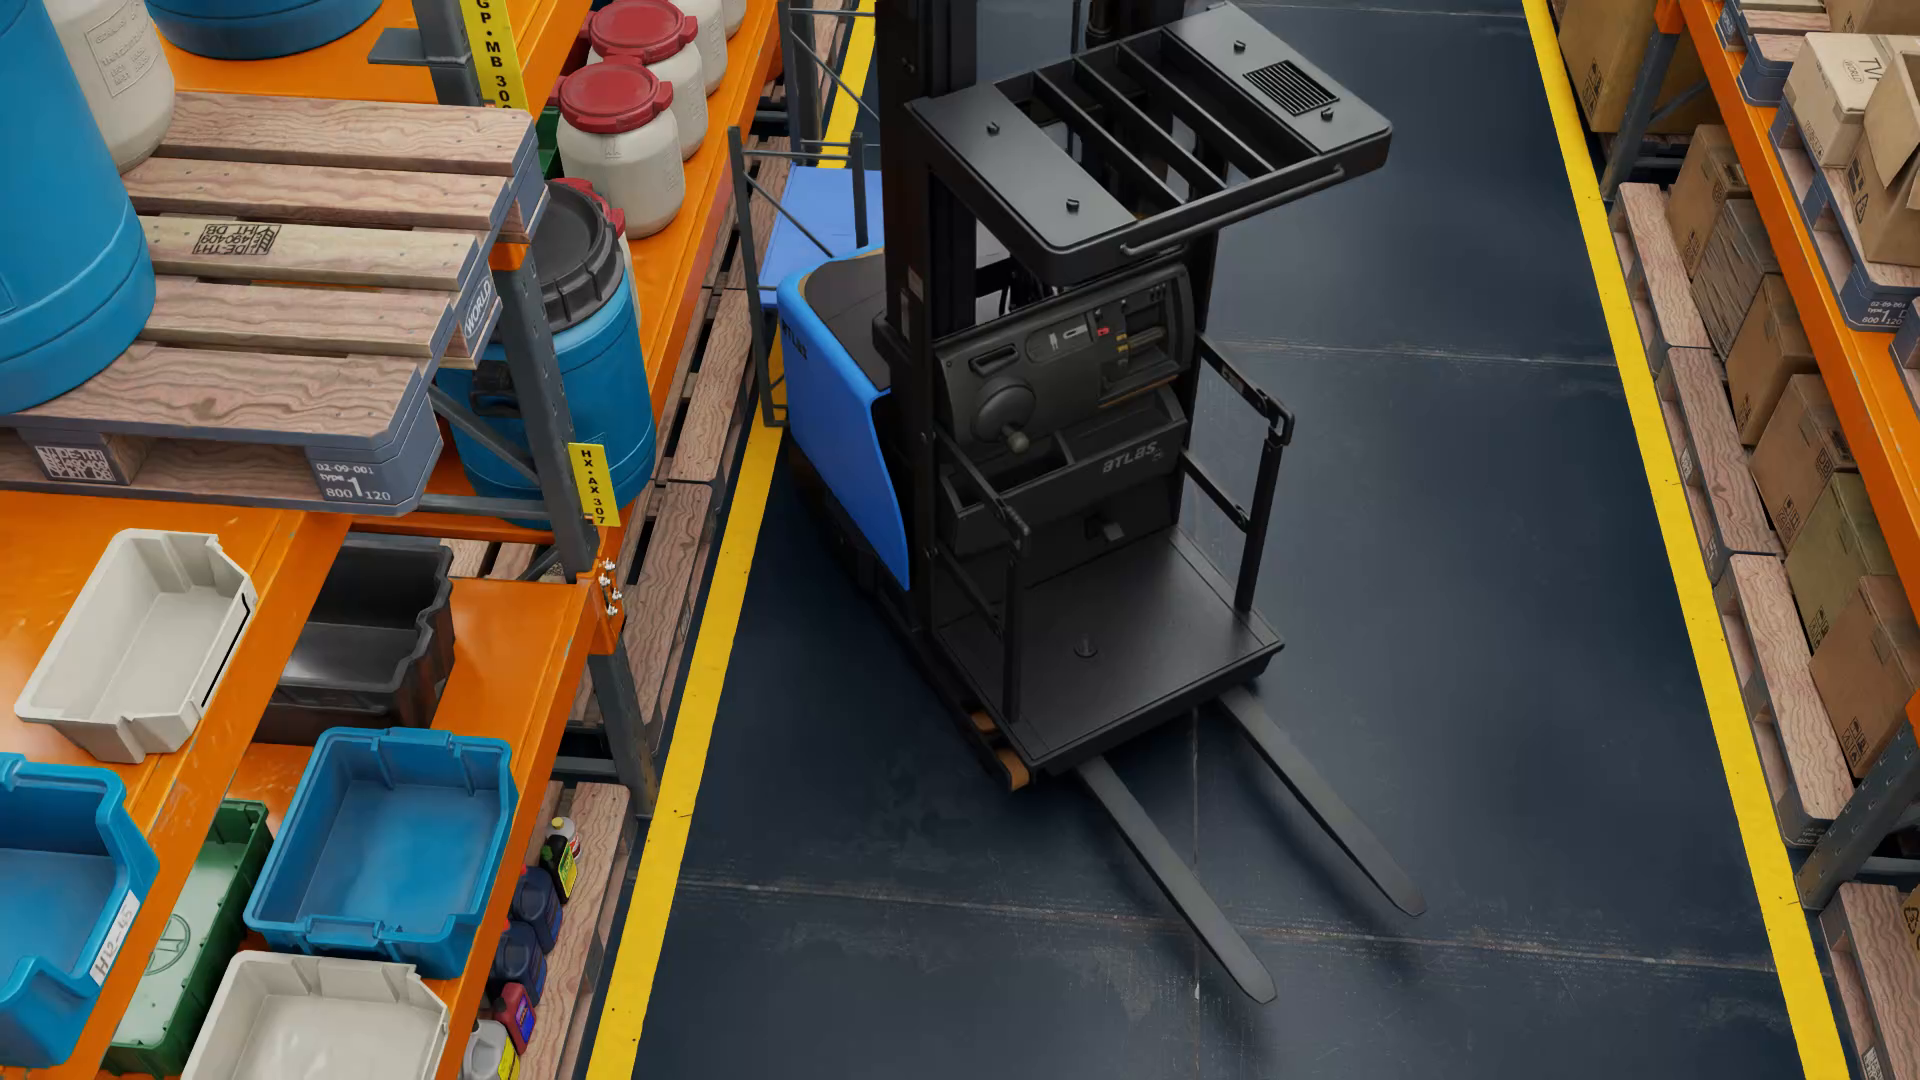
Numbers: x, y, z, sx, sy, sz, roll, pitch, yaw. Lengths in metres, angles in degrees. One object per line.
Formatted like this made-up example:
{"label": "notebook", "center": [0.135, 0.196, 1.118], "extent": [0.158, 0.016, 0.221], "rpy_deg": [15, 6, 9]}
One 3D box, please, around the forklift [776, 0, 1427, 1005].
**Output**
{"label": "forklift", "center": [0.468, -0.487, 5.235], "extent": [1.130, 2.935, 3.031], "rpy_deg": [-23, 52, -20]}

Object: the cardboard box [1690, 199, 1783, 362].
{"label": "cardboard box", "center": [3.640, -1.114, 7.158], "extent": [0.700, 0.500, 0.500], "rpy_deg": [0, 48, 0]}

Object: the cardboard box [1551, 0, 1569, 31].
{"label": "cardboard box", "center": [3.891, -3.296, 8.913], "extent": [1.225, 0.875, 0.875], "rpy_deg": [4, 48, 4]}

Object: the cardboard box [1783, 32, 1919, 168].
{"label": "cardboard box", "center": [3.337, -1.586, 6.011], "extent": [0.500, 0.250, 0.500], "rpy_deg": [3, 48, 2]}

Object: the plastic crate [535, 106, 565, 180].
{"label": "plastic crate", "center": [-1.701, -1.332, 6.105], "extent": [0.450, 0.188, 0.662], "rpy_deg": [4, 48, 4]}

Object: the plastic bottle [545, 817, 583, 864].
{"label": "plastic bottle", "center": [-1.301, 0.979, 5.446], "extent": [0.097, 0.201, 0.097], "rpy_deg": [0, 48, 0]}

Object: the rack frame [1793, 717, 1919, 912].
{"label": "rack frame", "center": [3.354, 0.228, 4.535], "extent": [1.000, 3.000, 0.127], "rpy_deg": [4, 48, 4]}

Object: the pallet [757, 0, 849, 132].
{"label": "pallet", "center": [-1.183, -2.685, 9.089], "extent": [1.003, 0.211, 1.213], "rpy_deg": [4, 48, 4]}

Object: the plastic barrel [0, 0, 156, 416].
{"label": "plastic barrel", "center": [-1.776, -0.704, 2.730], "extent": [0.600, 0.901, 0.708], "rpy_deg": [4, 48, 4]}

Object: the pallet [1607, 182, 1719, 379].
{"label": "pallet", "center": [3.646, -1.196, 7.727], "extent": [1.003, 0.211, 1.213], "rpy_deg": [4, 48, 4]}

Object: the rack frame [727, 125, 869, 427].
{"label": "rack frame", "center": [-0.605, -0.997, 6.670], "extent": [0.500, 1.500, 0.032], "rpy_deg": [4, 48, 4]}

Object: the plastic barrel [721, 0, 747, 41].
{"label": "plastic barrel", "center": [-1.095, -2.312, 6.782], "extent": [0.421, 0.512, 0.421], "rpy_deg": [0, 48, 0]}

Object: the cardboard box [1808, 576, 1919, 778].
{"label": "cardboard box", "center": [3.431, 0.474, 5.706], "extent": [0.700, 0.500, 0.500], "rpy_deg": [1, 48, 1]}

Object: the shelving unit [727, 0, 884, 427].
{"label": "shelving unit", "center": [-0.553, -1.370, 7.011], "extent": [0.538, 1.500, 1.048], "rpy_deg": [4, 48, 4]}

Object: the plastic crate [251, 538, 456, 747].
{"label": "plastic crate", "center": [-1.753, 0.292, 4.518], "extent": [0.767, 0.338, 0.504], "rpy_deg": [4, 48, 4]}

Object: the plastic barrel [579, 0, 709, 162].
{"label": "plastic barrel", "center": [-1.167, -1.696, 6.202], "extent": [0.433, 0.535, 0.433], "rpy_deg": [0, 48, 0]}

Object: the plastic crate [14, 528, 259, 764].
{"label": "plastic crate", "center": [-1.322, 0.178, 2.726], "extent": [0.243, 0.136, 0.396], "rpy_deg": [4, 48, 4]}

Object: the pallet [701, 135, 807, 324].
{"label": "pallet", "center": [-1.323, -1.537, 8.038], "extent": [1.003, 0.211, 1.213], "rpy_deg": [4, 48, 4]}

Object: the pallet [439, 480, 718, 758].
{"label": "pallet", "center": [-1.545, 0.256, 6.398], "extent": [1.003, 0.211, 1.213], "rpy_deg": [4, 48, 4]}

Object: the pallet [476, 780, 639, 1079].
{"label": "pallet", "center": [-1.681, 1.327, 5.419], "extent": [1.003, 0.211, 1.213], "rpy_deg": [4, 48, 4]}

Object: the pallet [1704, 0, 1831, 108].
{"label": "pallet", "center": [3.760, -2.116, 6.808], "extent": [1.213, 0.211, 1.003], "rpy_deg": [4, 48, 4]}

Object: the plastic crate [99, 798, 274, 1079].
{"label": "plastic crate", "center": [-1.983, 0.945, 4.022], "extent": [0.450, 0.188, 0.662], "rpy_deg": [4, 48, 4]}

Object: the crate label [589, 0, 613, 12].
{"label": "crate label", "center": [-1.574, -2.344, 6.863], "extent": [0.502, 0.435, 0.616], "rpy_deg": [4, 48, 4]}

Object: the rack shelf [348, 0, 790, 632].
{"label": "rack shelf", "center": [-1.396, -1.332, 6.449], "extent": [1.077, 0.370, 4.000], "rpy_deg": [4, 48, 4]}

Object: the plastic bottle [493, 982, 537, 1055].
{"label": "plastic bottle", "center": [-1.341, 1.419, 4.988], "extent": [0.061, 0.283, 0.133], "rpy_deg": [7, 48, 6]}

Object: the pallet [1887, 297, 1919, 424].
{"label": "pallet", "center": [3.568, -0.259, 5.110], "extent": [1.003, 0.211, 1.213], "rpy_deg": [4, 48, 4]}

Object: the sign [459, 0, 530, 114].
{"label": "sign", "center": [-1.032, -1.075, 3.688], "extent": [0.100, 0.325, 0.005], "rpy_deg": [4, 48, 4]}

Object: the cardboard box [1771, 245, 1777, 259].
{"label": "cardboard box", "center": [3.649, -1.384, 6.897], "extent": [0.500, 0.250, 0.500], "rpy_deg": [9, 48, 8]}

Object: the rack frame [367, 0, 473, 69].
{"label": "rack frame", "center": [-1.578, -2.130, 2.625], "extent": [1.000, 3.000, 0.127], "rpy_deg": [4, 48, 4]}

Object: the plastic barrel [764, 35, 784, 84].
{"label": "plastic barrel", "center": [-1.186, -2.814, 8.503], "extent": [0.600, 0.830, 0.708], "rpy_deg": [4, 48, 4]}

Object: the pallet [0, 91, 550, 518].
{"label": "pallet", "center": [-1.547, -0.517, 3.311], "extent": [1.213, 0.211, 1.003], "rpy_deg": [4, 48, 4]}

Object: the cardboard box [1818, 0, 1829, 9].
{"label": "cardboard box", "center": [3.709, -2.487, 6.666], "extent": [0.500, 0.500, 0.500], "rpy_deg": [-1, 48, -1]}

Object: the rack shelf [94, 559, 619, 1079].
{"label": "rack shelf", "center": [-1.761, 1.607, 3.760], "extent": [1.077, 0.370, 4.000], "rpy_deg": [4, 48, 4]}

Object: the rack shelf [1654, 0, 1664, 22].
{"label": "rack shelf", "center": [3.901, -3.938, 8.833], "extent": [1.077, 0.370, 4.000], "rpy_deg": [4, 48, 4]}

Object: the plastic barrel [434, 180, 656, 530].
{"label": "plastic barrel", "center": [-1.241, -0.538, 4.895], "extent": [0.600, 0.901, 0.708], "rpy_deg": [4, 48, 4]}

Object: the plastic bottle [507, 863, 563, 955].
{"label": "plastic bottle", "center": [-1.350, 1.133, 5.204], "extent": [0.144, 0.351, 0.185], "rpy_deg": [3, 48, 2]}

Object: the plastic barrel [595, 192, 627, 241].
{"label": "plastic barrel", "center": [-1.305, -1.021, 5.770], "extent": [0.301, 0.262, 0.301], "rpy_deg": [0, 48, 0]}

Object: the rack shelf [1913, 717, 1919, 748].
{"label": "rack shelf", "center": [3.172, 1.941, 3.456], "extent": [1.077, 0.370, 4.000], "rpy_deg": [4, 48, 4]}

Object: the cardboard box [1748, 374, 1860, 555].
{"label": "cardboard box", "center": [3.544, -0.287, 6.401], "extent": [0.700, 0.500, 0.500], "rpy_deg": [0, 48, 0]}
